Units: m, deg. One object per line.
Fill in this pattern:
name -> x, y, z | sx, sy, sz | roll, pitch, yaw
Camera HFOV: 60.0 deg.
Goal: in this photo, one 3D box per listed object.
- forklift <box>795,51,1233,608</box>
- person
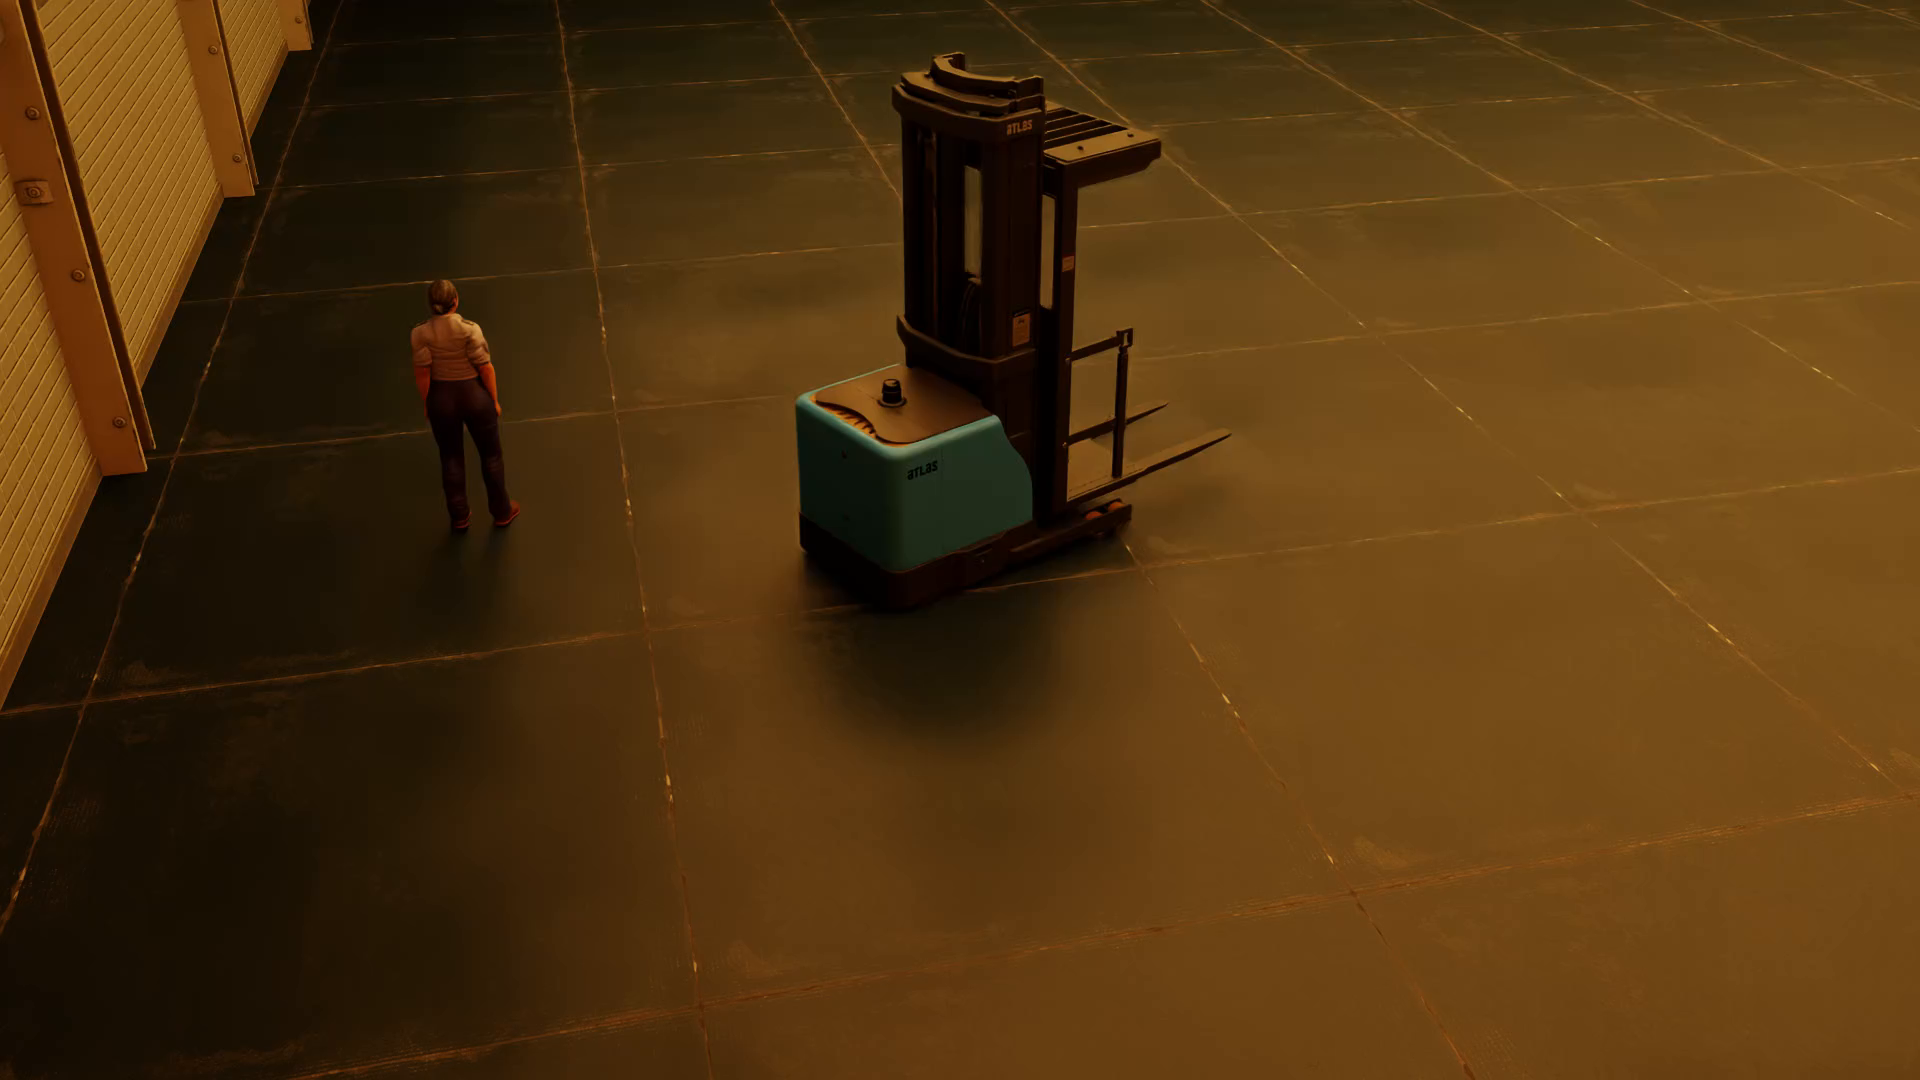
forklift -> 0.471, -1.468, 10.110 | 3.031, 2.935, 1.130 | -22, 37, -33
person -> -3.088, -0.841, 10.315 | 0.479, 1.650, 0.349 | -3, 30, -4
